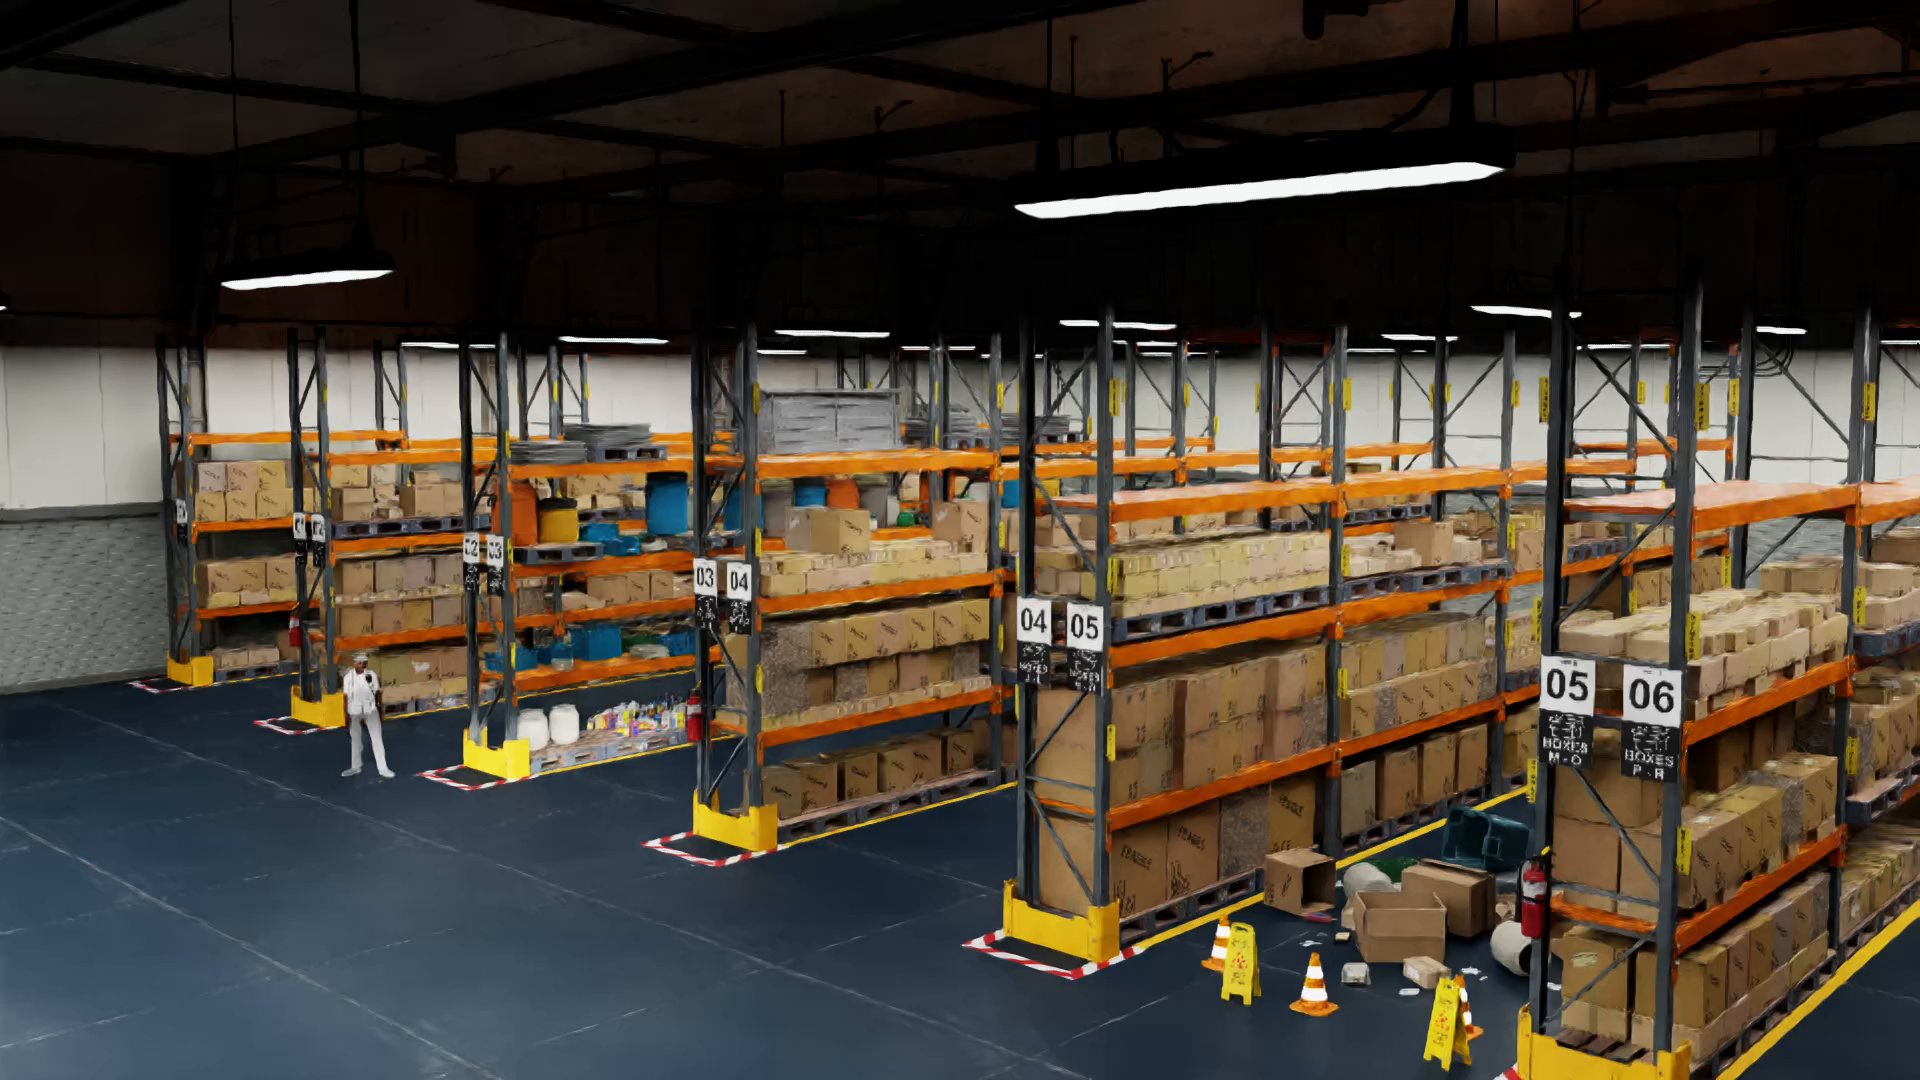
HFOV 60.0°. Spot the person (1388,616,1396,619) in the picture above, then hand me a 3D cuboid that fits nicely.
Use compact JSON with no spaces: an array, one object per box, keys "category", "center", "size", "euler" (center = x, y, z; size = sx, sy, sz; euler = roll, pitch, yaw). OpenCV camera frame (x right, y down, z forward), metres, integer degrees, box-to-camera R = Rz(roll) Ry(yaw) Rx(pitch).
[{"category":"person","center":[6.829,1.946,26.119],"size":[0.416,1.499,1.039],"euler":[5,7,41]}]

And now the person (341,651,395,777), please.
[{"category":"person","center":[-7.795,2.271,21.832],"size":[0.675,1.674,0.518],"euler":[-2,6,-17]}]
